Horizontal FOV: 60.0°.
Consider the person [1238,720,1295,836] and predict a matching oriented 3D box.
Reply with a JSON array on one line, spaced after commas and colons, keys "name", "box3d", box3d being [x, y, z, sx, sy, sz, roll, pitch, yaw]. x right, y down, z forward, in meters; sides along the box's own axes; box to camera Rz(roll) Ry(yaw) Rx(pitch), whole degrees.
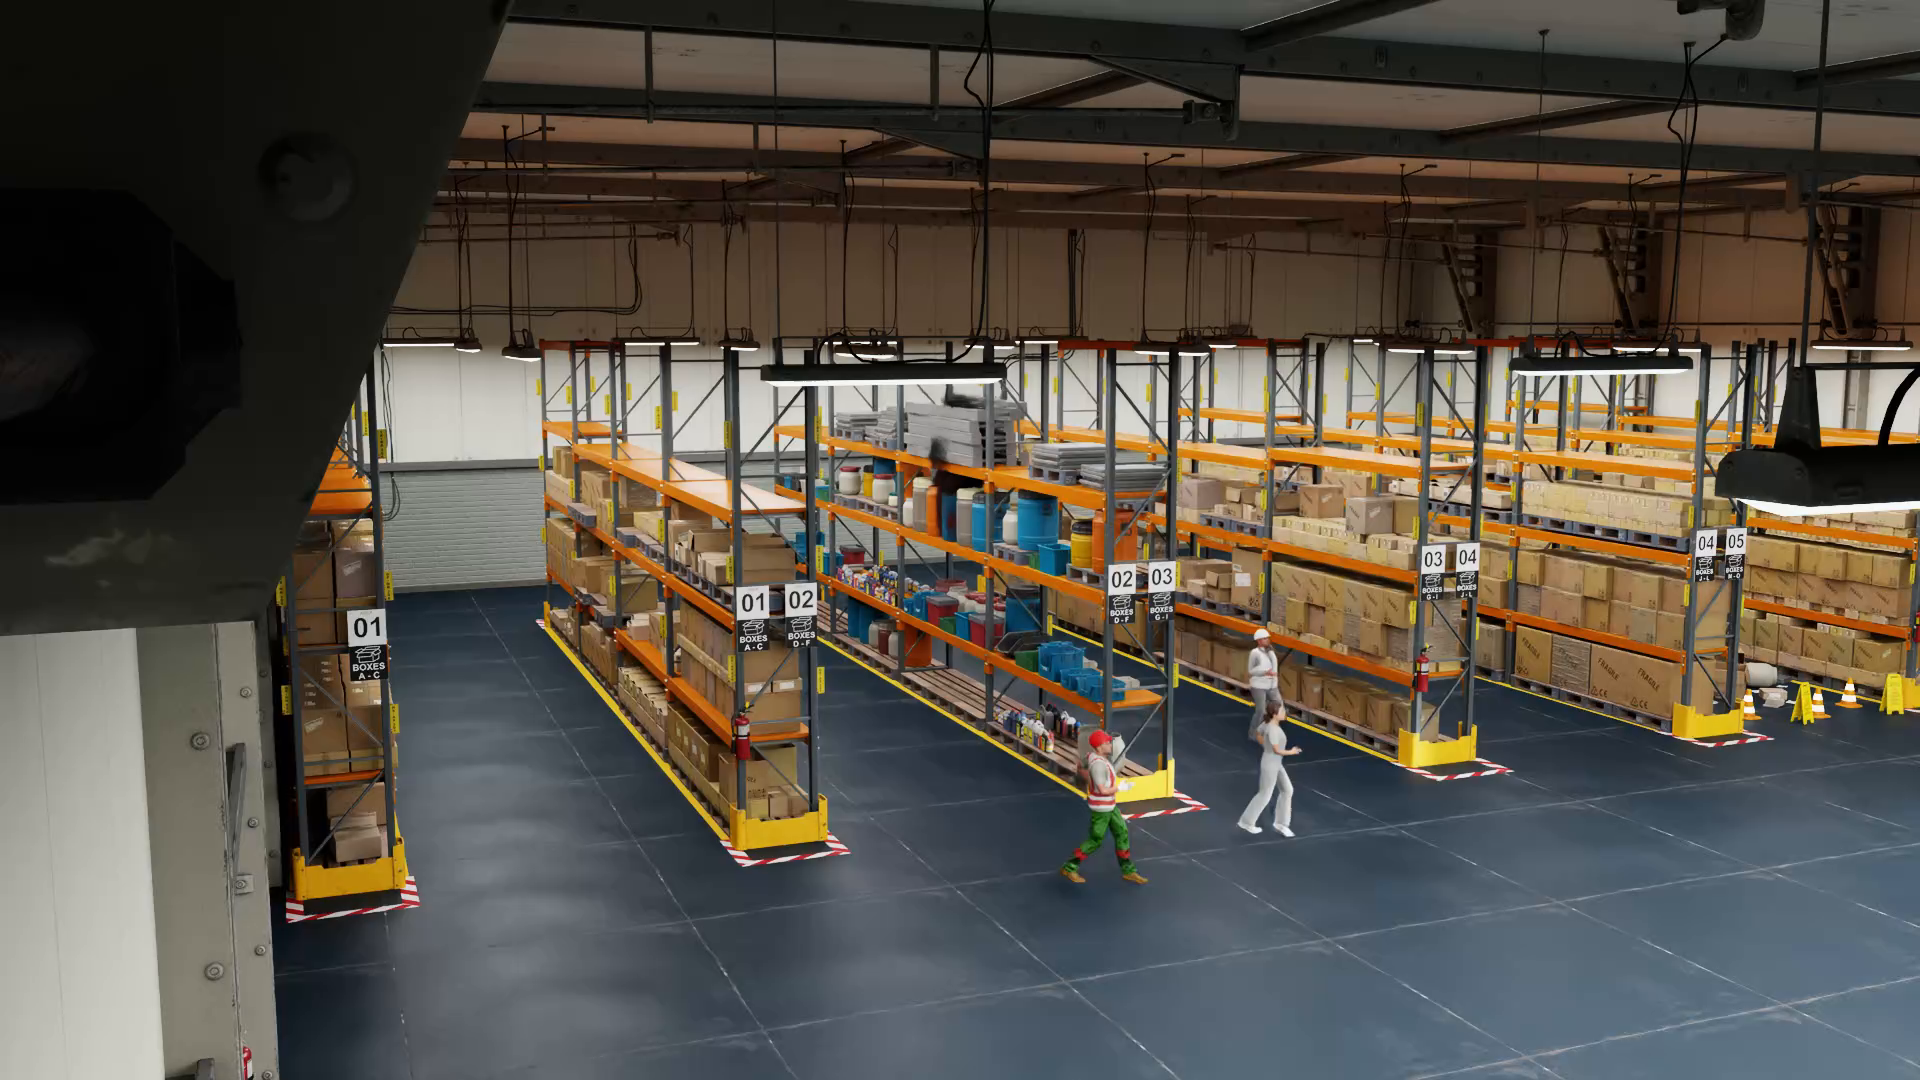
[{"name": "person", "box3d": [3.803, 2.967, 20.567, 0.701, 1.487, 0.534, 1, 8, 11]}]

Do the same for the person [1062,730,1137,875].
[{"name": "person", "box3d": [1.581, 2.961, 18.706, 0.835, 1.686, 0.668, 1, 8, 8]}]

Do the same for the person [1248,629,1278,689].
[{"name": "person", "box3d": [4.621, 1.779, 24.948, 0.642, 0.880, 0.630, -5, 9, -33]}]
